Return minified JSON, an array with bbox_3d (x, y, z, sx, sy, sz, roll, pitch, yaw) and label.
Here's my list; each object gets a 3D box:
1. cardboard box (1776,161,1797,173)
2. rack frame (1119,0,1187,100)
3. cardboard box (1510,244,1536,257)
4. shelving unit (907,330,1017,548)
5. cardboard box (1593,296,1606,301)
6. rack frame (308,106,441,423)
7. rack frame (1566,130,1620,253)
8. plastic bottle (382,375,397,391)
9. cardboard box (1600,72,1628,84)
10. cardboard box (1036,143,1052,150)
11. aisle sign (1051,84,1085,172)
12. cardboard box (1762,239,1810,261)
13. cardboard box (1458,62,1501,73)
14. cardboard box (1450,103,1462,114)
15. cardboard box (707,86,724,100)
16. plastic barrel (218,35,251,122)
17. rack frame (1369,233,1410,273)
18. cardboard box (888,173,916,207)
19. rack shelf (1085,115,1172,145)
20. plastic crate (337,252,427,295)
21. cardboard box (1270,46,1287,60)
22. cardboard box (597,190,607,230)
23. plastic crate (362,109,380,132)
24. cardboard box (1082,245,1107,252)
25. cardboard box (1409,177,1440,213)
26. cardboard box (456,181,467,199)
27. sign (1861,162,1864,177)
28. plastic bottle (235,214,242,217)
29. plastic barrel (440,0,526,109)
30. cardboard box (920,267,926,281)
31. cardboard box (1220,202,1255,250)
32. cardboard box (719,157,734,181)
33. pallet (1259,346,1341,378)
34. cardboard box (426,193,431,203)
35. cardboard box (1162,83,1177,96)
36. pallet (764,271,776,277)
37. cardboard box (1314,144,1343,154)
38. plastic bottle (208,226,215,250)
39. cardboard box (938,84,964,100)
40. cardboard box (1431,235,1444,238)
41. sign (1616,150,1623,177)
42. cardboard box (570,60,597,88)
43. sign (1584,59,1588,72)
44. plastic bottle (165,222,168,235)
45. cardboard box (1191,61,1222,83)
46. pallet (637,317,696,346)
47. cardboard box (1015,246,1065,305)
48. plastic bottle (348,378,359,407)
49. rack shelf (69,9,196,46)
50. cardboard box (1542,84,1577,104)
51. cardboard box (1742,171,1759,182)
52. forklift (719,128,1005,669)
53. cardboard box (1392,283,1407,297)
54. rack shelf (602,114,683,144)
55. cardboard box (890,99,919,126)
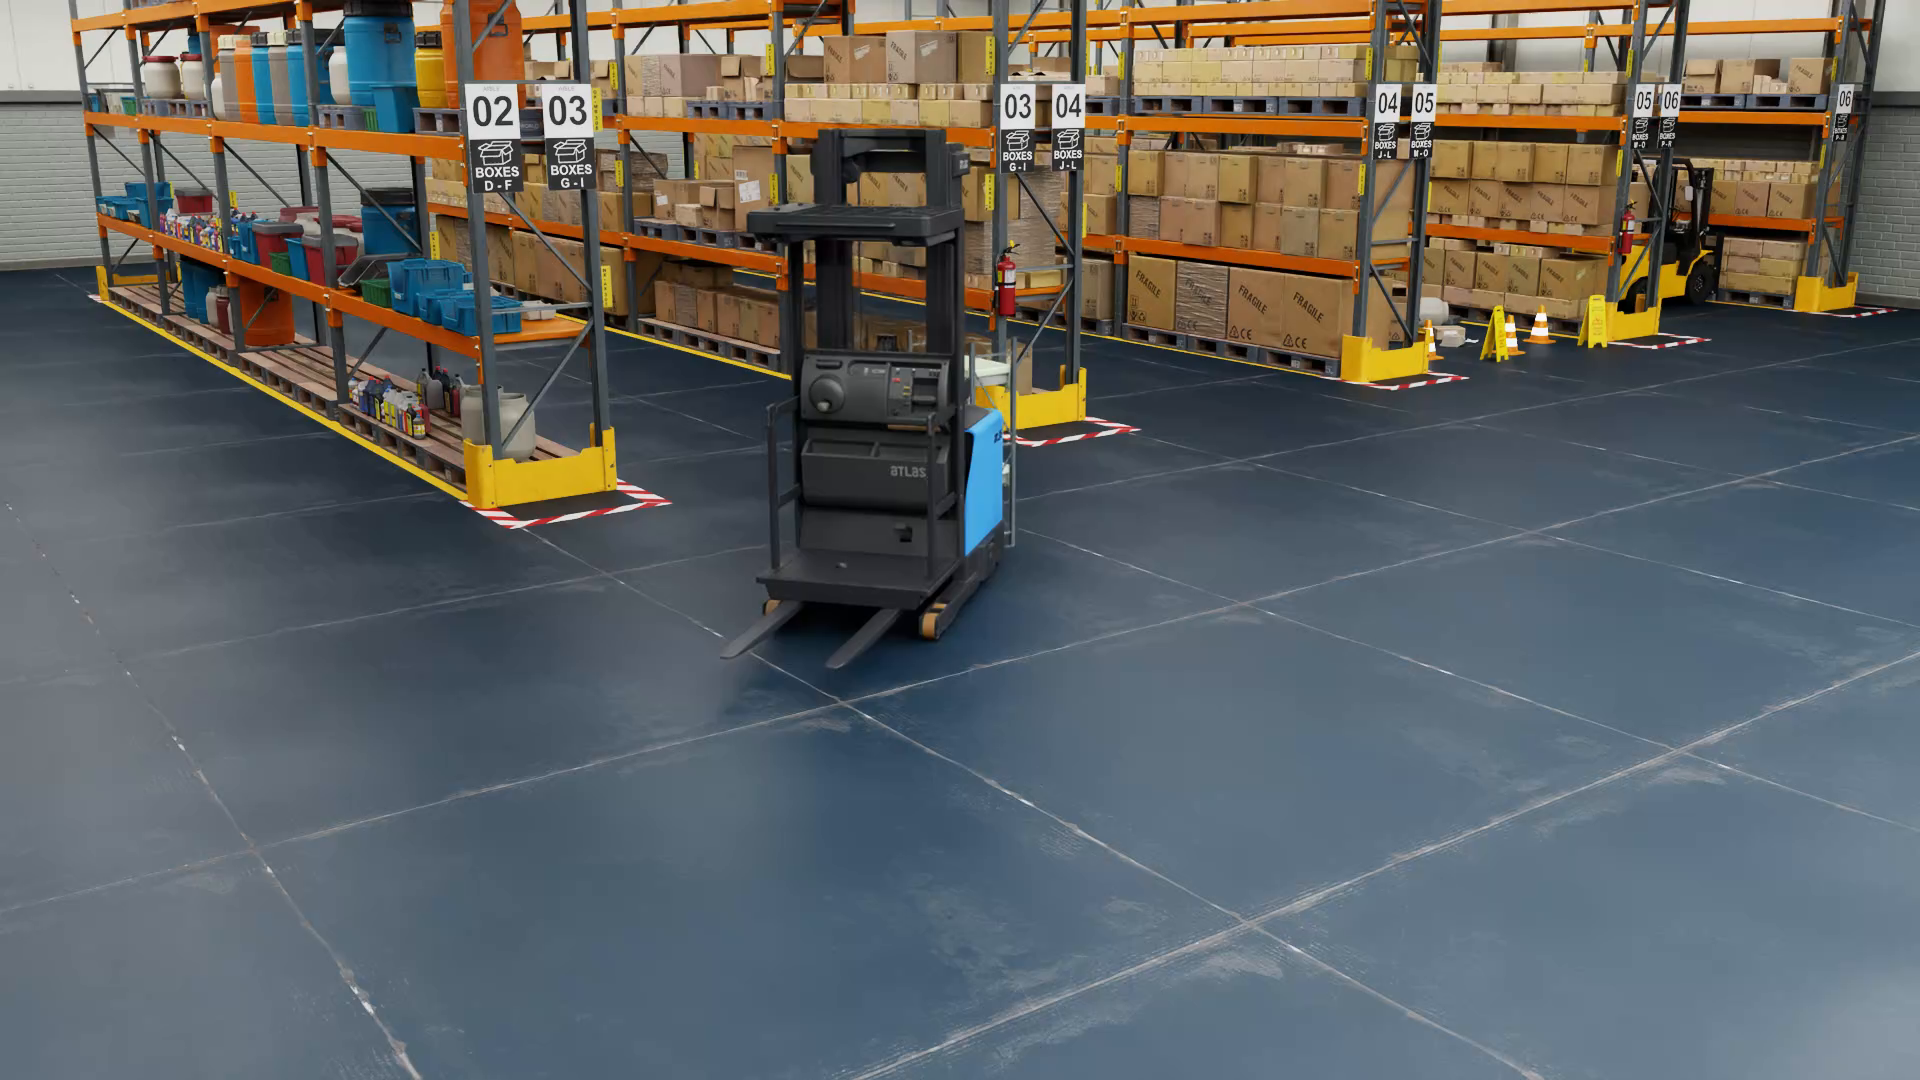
[{"bbox_3d":[12.213,-5.474,24.414,0.380,0.149,0.250,-11,19,-34],"label":"cardboard box"},{"bbox_3d":[2.455,-7.065,20.842,1.000,3.000,0.127,-11,19,-35],"label":"rack frame"},{"bbox_3d":[7.654,-3.910,22.445,0.380,0.149,0.250,-10,18,-34],"label":"cardboard box"},{"bbox_3d":[0.007,-0.730,11.901,0.431,1.500,0.755,-11,19,-36],"label":"shelving unit"},{"bbox_3d":[8.501,-3.198,22.493,0.500,0.250,0.500,-11,19,-35],"label":"cardboard box"},{"bbox_3d":[-5.623,-2.654,16.091,1.000,3.000,0.127,-11,19,-35],"label":"rack frame"},{"bbox_3d":[10.412,-5.732,27.338,1.000,3.000,0.127,-11,19,-35],"label":"rack frame"},{"bbox_3d":[-5.368,-1.374,15.599,0.144,0.351,0.185,-11,19,-35],"label":"plastic bottle"},{"bbox_3d":[8.313,-5.843,21.027,0.380,0.149,0.250,-11,19,-34],"label":"cardboard box"},{"bbox_3d":[1.722,-7.061,30.110,0.500,0.500,0.500,-11,19,-34],"label":"cardboard box"},{"bbox_3d":[1.014,-3.856,15.558,0.394,0.787,0.004,-11,19,-35],"label":"aisle sign"},{"bbox_3d":[12.241,-4.287,24.575,0.500,0.250,0.500,-10,18,-33],"label":"cardboard box"},{"bbox_3d":[8.888,-7.922,28.483,0.500,0.500,0.500,-10,18,-33],"label":"cardboard box"},{"bbox_3d":[6.991,-5.963,22.975,0.380,0.149,0.250,-12,19,-36],"label":"cardboard box"},{"bbox_3d":[-2.800,-5.344,19.885,0.380,0.166,0.250,-12,19,-36],"label":"cardboard box"},{"bbox_3d":[-7.668,-4.988,17.986,0.600,0.901,0.600,0,15,0],"label":"plastic barrel"},{"bbox_3d":[6.399,-4.961,24.520,1.000,3.000,0.127,-11,19,-35],"label":"rack frame"},{"bbox_3d":[-0.379,-3.535,16.662,0.500,0.500,0.500,-11,19,-35],"label":"cardboard box"},{"bbox_3d":[1.279,-5.698,22.893,1.077,0.370,4.000,-11,19,-35],"label":"rack shelf"},{"bbox_3d":[-5.418,-2.493,15.619,0.767,0.338,0.504,-11,19,-35],"label":"plastic crate"},{"bbox_3d":[3.738,-5.514,18.839,0.380,0.149,0.250,-11,19,-34],"label":"cardboard box"},{"bbox_3d":[-4.748,-4.499,22.644,0.500,0.500,0.500,-11,19,-35],"label":"cardboard box"},{"bbox_3d":[-4.916,-3.619,14.337,0.336,0.188,0.450,-11,19,-35],"label":"plastic crate"},{"bbox_3d":[2.662,-5.535,29.848,0.875,0.875,0.875,-10,18,-33],"label":"cardboard box"},{"bbox_3d":[6.747,-4.912,23.588,0.500,0.500,0.500,-11,19,-35],"label":"cardboard box"},{"bbox_3d":[-7.694,-5.584,26.515,0.500,0.250,0.500,-11,19,-36],"label":"cardboard box"},{"bbox_3d":[13.216,-5.419,24.402,0.100,0.325,0.005,-11,19,-35],"label":"sign"},{"bbox_3d":[-9.322,-4.083,21.546,0.152,0.276,0.135,-11,19,-35],"label":"plastic bottle"},{"bbox_3d":[-3.660,-3.740,12.769,0.600,0.830,0.708,-11,19,-35],"label":"plastic barrel"},{"bbox_3d":[-0.182,-2.691,16.701,0.380,0.149,0.250,-11,19,-35],"label":"cardboard box"},{"bbox_3d":[3.638,-3.821,20.072,0.875,0.550,0.500,-11,19,-35],"label":"cardboard box"},{"bbox_3d":[-3.947,-6.570,29.644,0.500,0.500,0.500,-11,19,-34],"label":"cardboard box"},{"bbox_3d":[4.273,-2.131,19.461,1.003,0.211,1.213,-11,19,-35],"label":"pallet"},{"bbox_3d":[-8.731,-5.737,27.831,0.380,0.149,0.250,-11,19,-34],"label":"cardboard box"},{"bbox_3d":[2.693,-5.508,20.329,0.380,0.149,0.250,-11,19,-35],"label":"cardboard box"},{"bbox_3d":[-2.673,-4.672,28.747,1.003,0.211,1.213,-11,19,-35],"label":"pallet"},{"bbox_3d":[5.687,-6.039,25.683,0.380,0.149,0.250,-10,18,-31],"label":"cardboard box"},{"bbox_3d":[-8.861,-3.585,19.735,0.097,0.271,0.097,0,15,0],"label":"plastic bottle"},{"bbox_3d":[0.012,-4.261,15.811,0.380,0.149,0.250,-12,19,-37],"label":"cardboard box"},{"bbox_3d":[8.806,-5.370,29.717,0.875,0.625,0.625,-10,18,-33],"label":"cardboard box"},{"bbox_3d":[8.290,-4.736,20.905,0.100,0.325,0.005,-11,19,-35],"label":"sign"},{"bbox_3d":[-4.964,-6.264,22.614,0.500,0.500,0.500,-10,18,-32],"label":"cardboard box"},{"bbox_3d":[9.979,-7.494,26.517,0.100,0.325,0.005,-11,19,-35],"label":"sign"},{"bbox_3d":[-10.295,-4.072,21.647,0.097,0.201,0.097,0,15,0],"label":"plastic bottle"},{"bbox_3d":[3.111,-5.577,19.823,0.500,0.250,0.500,-11,19,-35],"label":"cardboard box"},{"bbox_3d":[-3.510,-2.765,21.778,1.003,0.211,1.213,-11,19,-35],"label":"pallet"},{"bbox_3d":[0.905,-3.813,23.790,1.050,0.750,0.750,-11,19,-34],"label":"cardboard box"},{"bbox_3d":[-5.790,-1.414,15.896,0.097,0.271,0.097,0,15,0],"label":"plastic bottle"},{"bbox_3d":[-11.503,-7.143,23.249,1.077,0.370,4.000,-11,19,-35],"label":"rack shelf"},{"bbox_3d":[7.948,-5.802,21.631,0.500,0.250,0.500,-11,19,-35],"label":"cardboard box"},{"bbox_3d":[11.920,-5.439,24.849,0.380,0.149,0.250,-11,19,-35],"label":"cardboard box"},{"bbox_3d":[-0.573,-0.932,9.927,1.130,2.935,3.031,4,16,15],"label":"forklift"},{"bbox_3d":[5.929,-3.317,23.242,0.500,0.500,0.500,1,15,4],"label":"cardboard box"},{"bbox_3d":[-5.145,-5.804,23.280,1.077,0.370,4.000,-11,19,-35],"label":"rack shelf"},{"bbox_3d":[-0.344,-4.224,16.427,0.500,0.250,0.500,-10,18,-33],"label":"cardboard box"}]
